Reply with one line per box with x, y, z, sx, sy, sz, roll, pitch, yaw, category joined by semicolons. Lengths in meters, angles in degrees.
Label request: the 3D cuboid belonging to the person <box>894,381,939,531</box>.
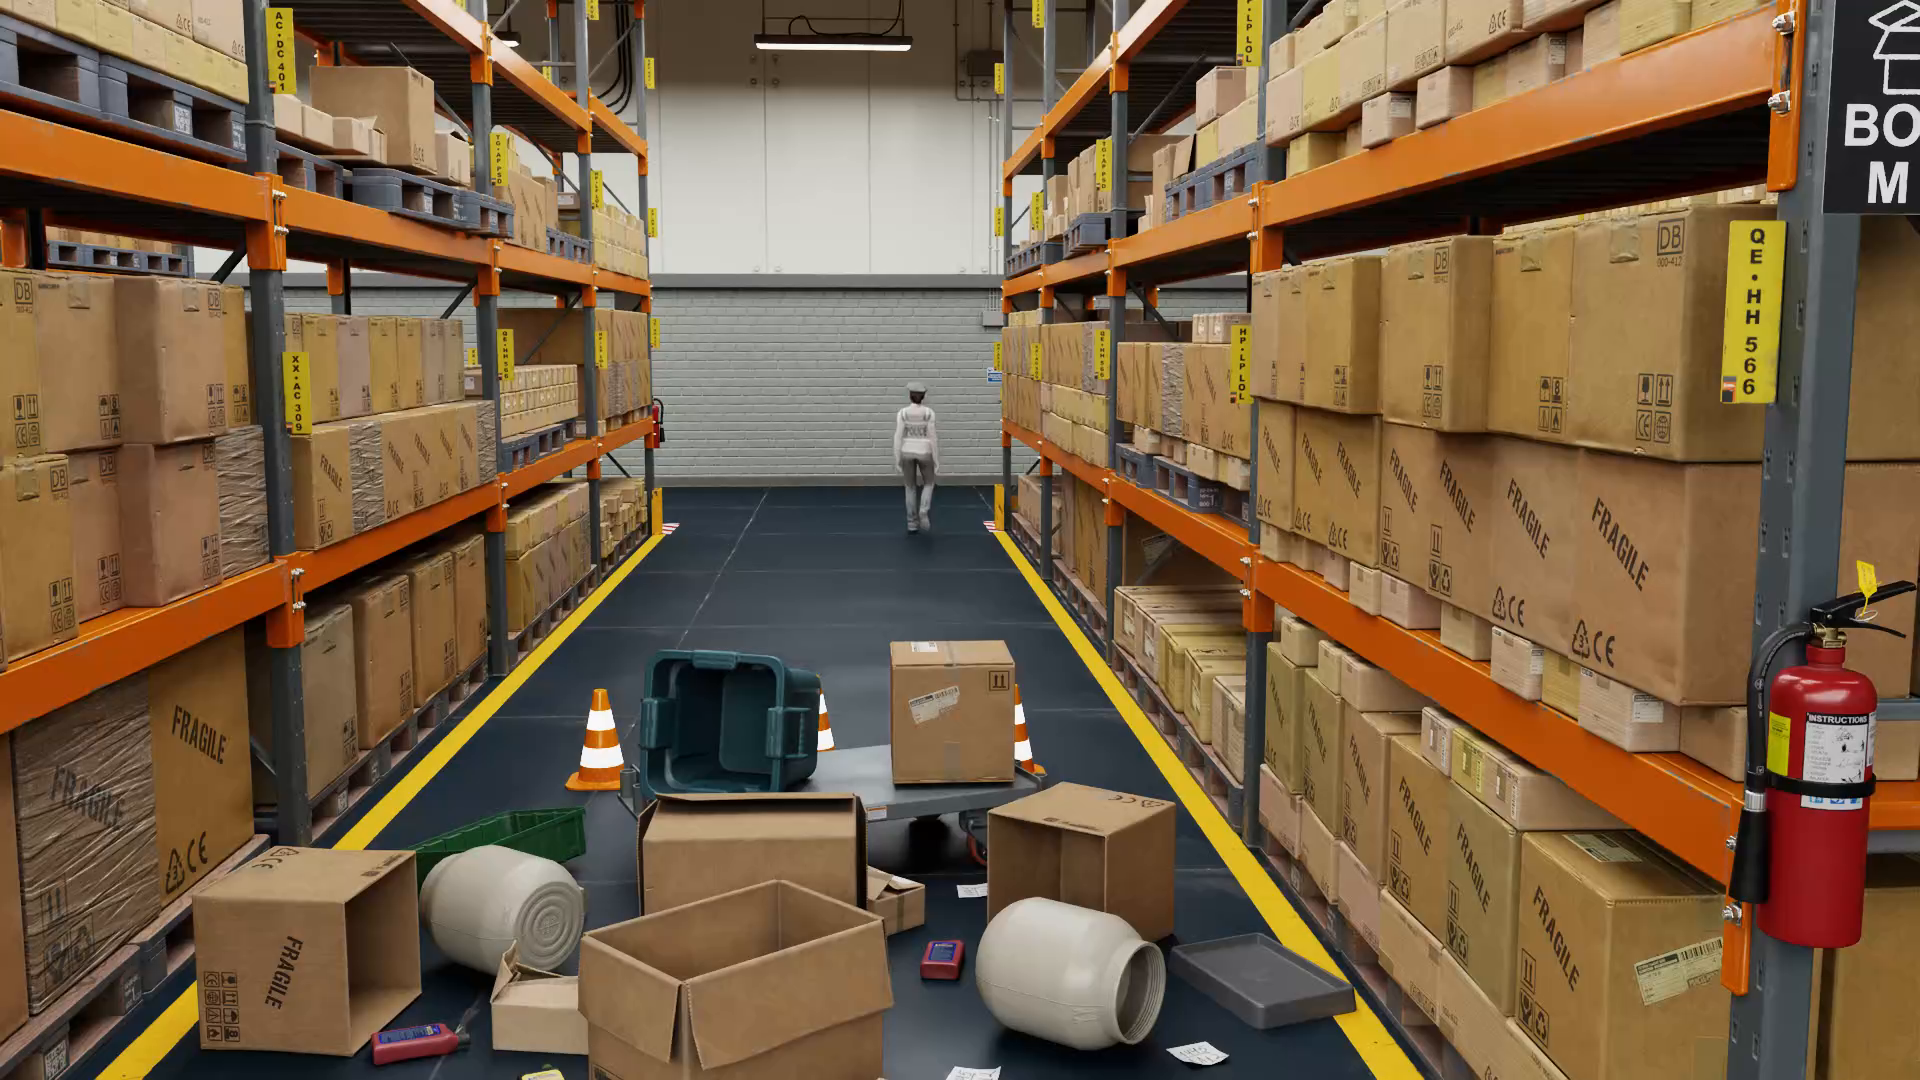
-0.477;-0.941;18.634;0.481;1.680;0.447;0;7;1;person
